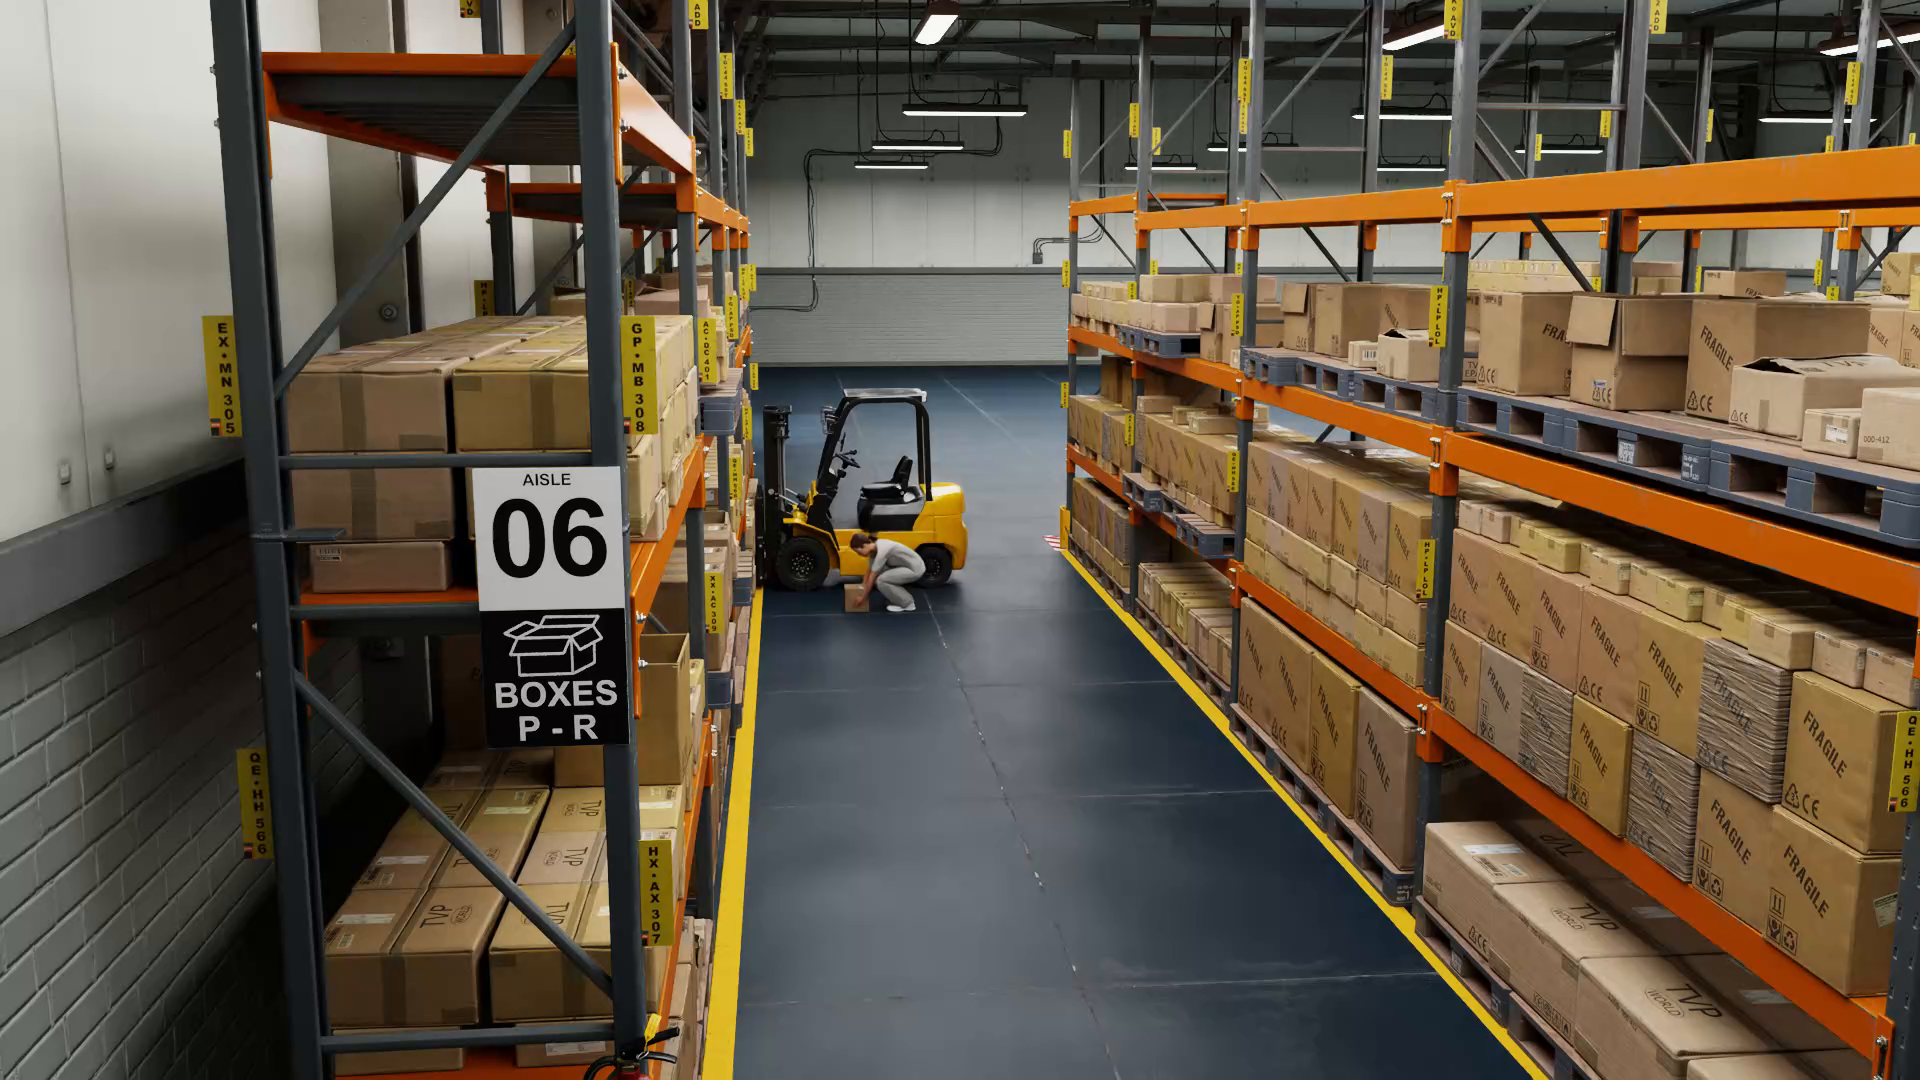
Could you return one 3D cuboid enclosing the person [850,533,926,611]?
[{"bbox_3d":[-0.759,0.322,17.512,0.801,0.834,0.481,-1,10,-6],"label":"person"}]
